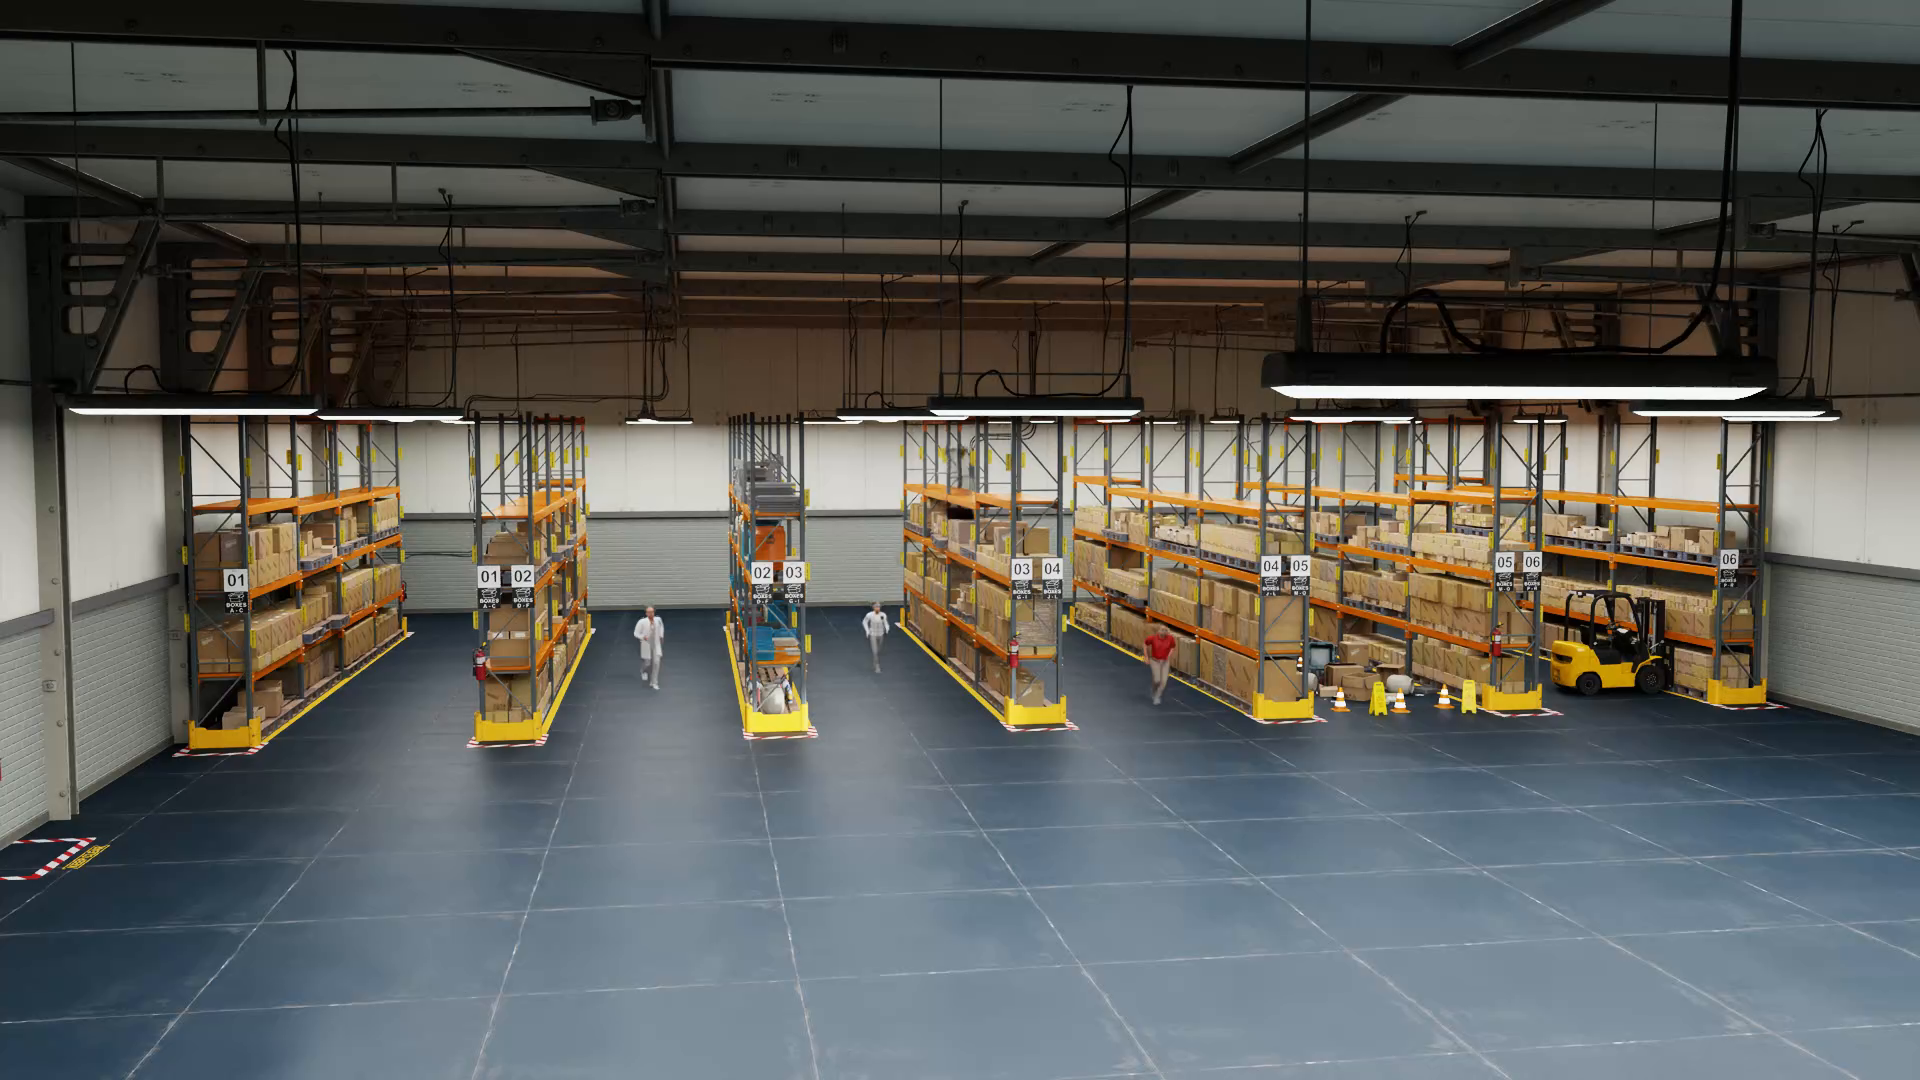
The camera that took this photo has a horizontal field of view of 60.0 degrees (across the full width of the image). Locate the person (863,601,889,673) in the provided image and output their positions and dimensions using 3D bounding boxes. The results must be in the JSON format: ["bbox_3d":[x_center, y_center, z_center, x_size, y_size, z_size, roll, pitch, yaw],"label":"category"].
[{"bbox_3d":[-1.975,2.251,39.017,0.600,1.672,0.820,-1,4,-15],"label":"person"}]

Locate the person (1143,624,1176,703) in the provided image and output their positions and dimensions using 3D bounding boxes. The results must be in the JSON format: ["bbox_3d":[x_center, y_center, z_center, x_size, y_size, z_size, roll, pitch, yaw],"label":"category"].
[{"bbox_3d":[4.135,2.552,34.231,0.628,1.661,0.706,-1,4,-13],"label":"person"}]

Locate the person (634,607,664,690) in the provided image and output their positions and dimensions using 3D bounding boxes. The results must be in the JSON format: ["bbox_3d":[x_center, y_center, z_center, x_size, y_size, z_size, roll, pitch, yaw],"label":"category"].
[{"bbox_3d":[-6.825,2.372,36.627,0.717,1.805,0.968,-2,4,-26],"label":"person"}]
